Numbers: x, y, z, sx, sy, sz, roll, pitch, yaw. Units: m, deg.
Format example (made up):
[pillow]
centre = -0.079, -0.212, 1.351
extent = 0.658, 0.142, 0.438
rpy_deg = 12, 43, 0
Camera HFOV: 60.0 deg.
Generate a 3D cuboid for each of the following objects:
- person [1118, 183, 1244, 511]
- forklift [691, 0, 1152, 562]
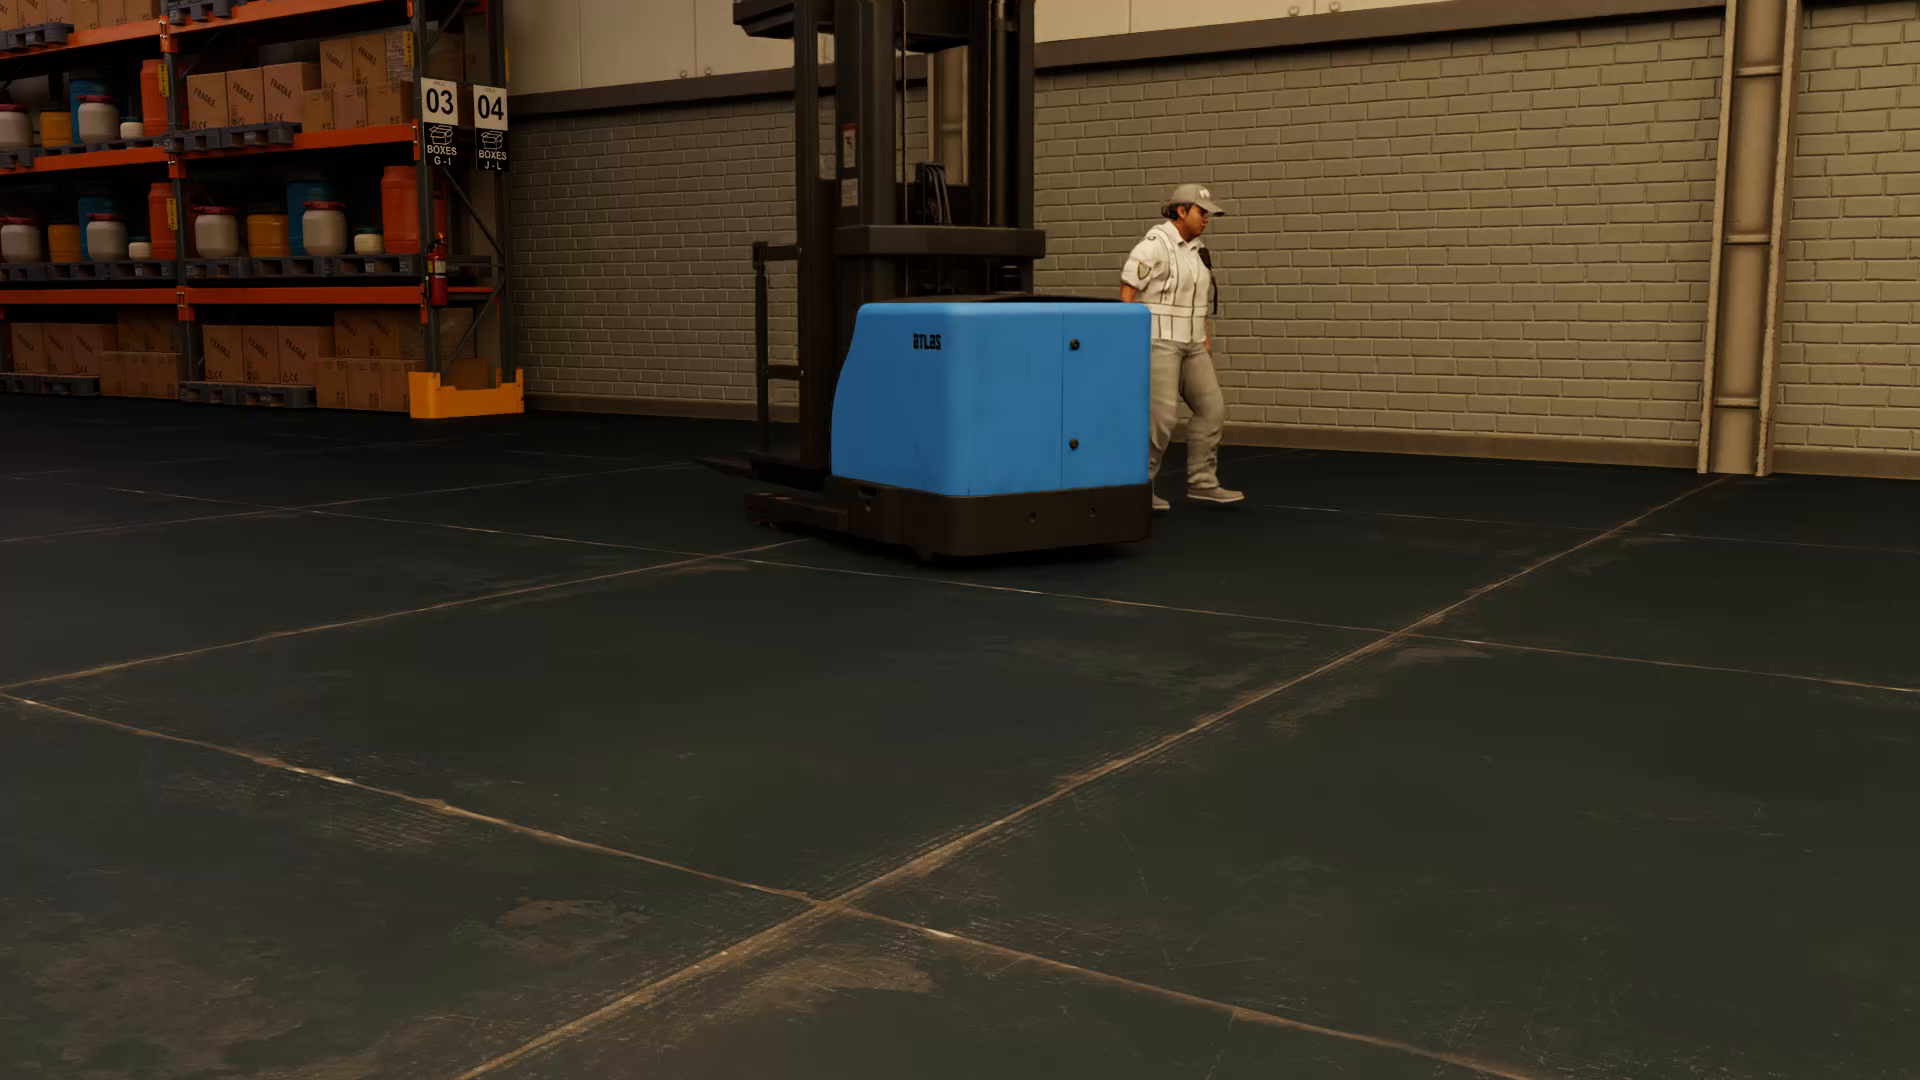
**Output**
[person]
centre = 1.117, -0.981, 8.474
extent = 0.809, 1.635, 0.470
rpy_deg = -8, 11, -43
[forklift]
centre = -0.391, -1.527, 7.934
extent = 1.130, 2.935, 3.031
rpy_deg = -5, 10, -32
